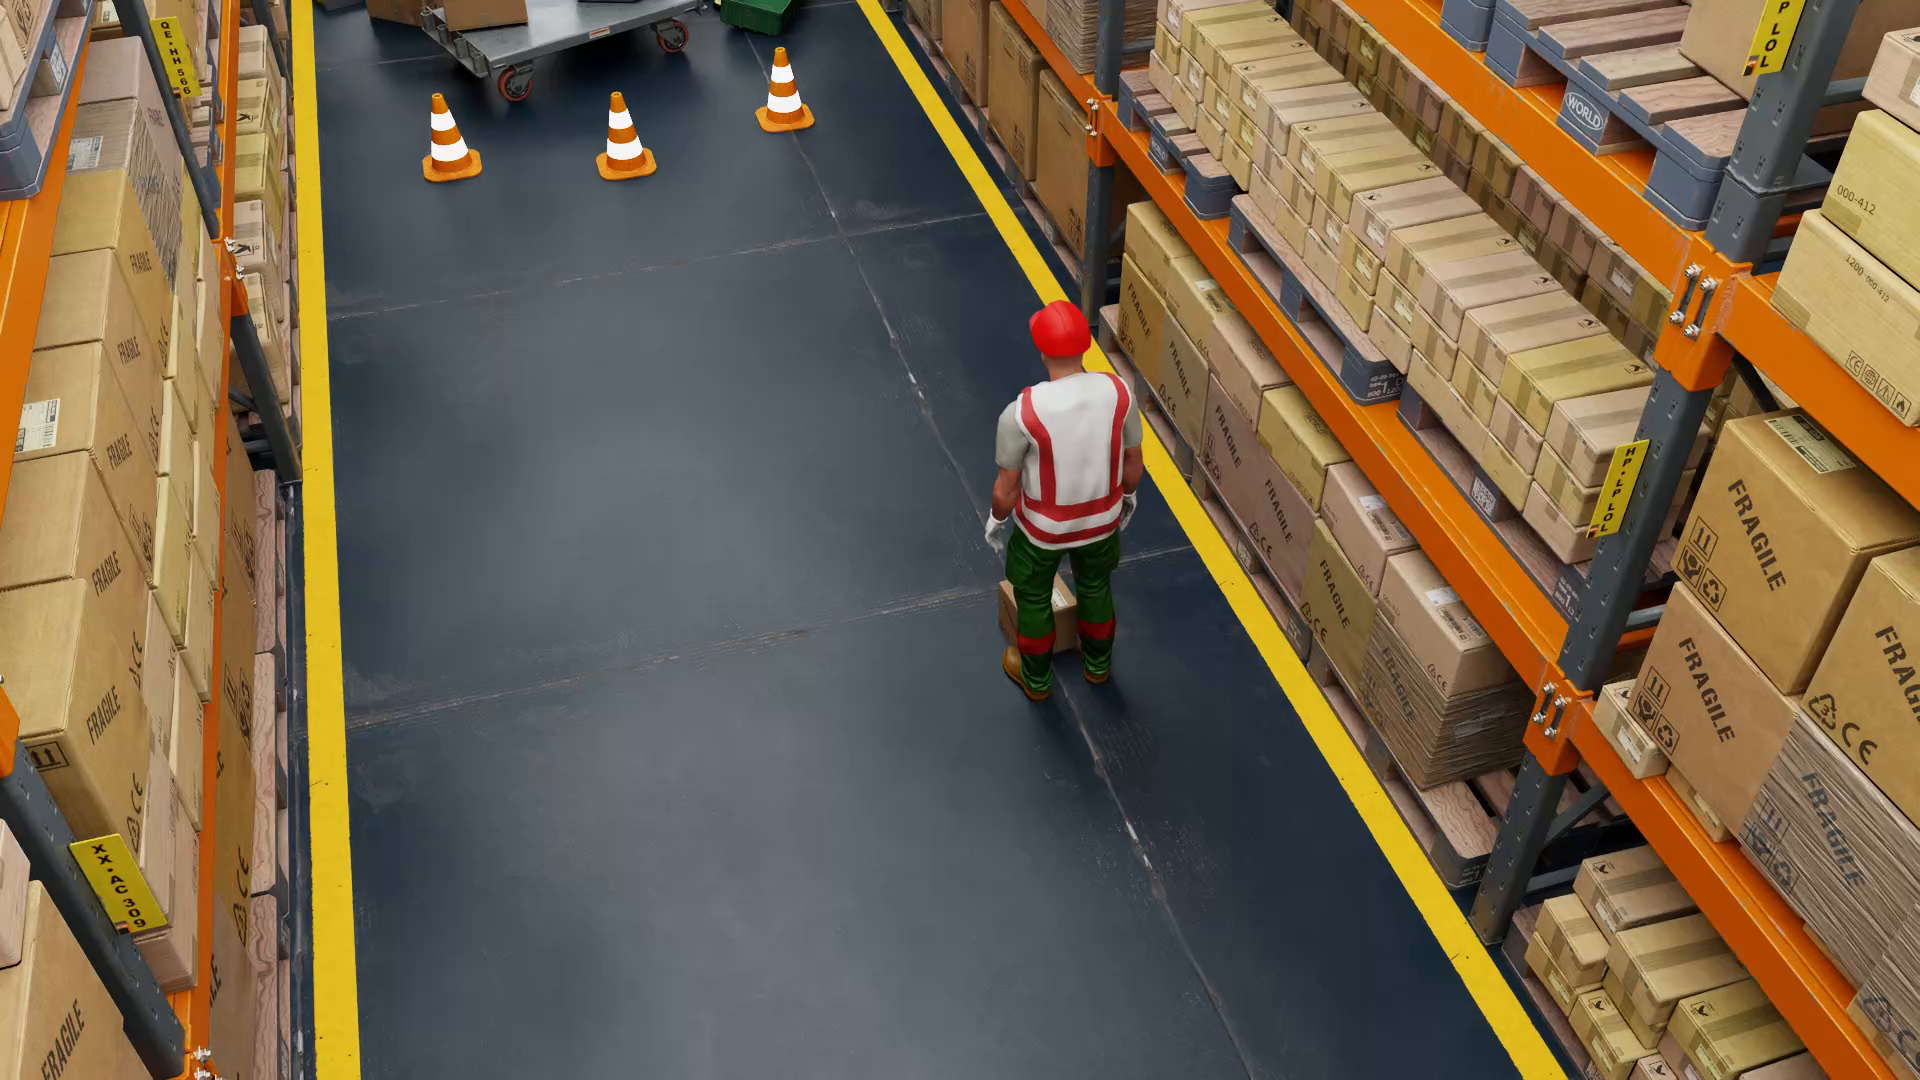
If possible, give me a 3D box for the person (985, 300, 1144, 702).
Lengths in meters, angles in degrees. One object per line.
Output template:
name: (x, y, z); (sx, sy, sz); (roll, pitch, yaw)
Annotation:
person: (0.391, -0.109, 6.270); (0.610, 1.779, 0.448); (-11, 43, -12)
